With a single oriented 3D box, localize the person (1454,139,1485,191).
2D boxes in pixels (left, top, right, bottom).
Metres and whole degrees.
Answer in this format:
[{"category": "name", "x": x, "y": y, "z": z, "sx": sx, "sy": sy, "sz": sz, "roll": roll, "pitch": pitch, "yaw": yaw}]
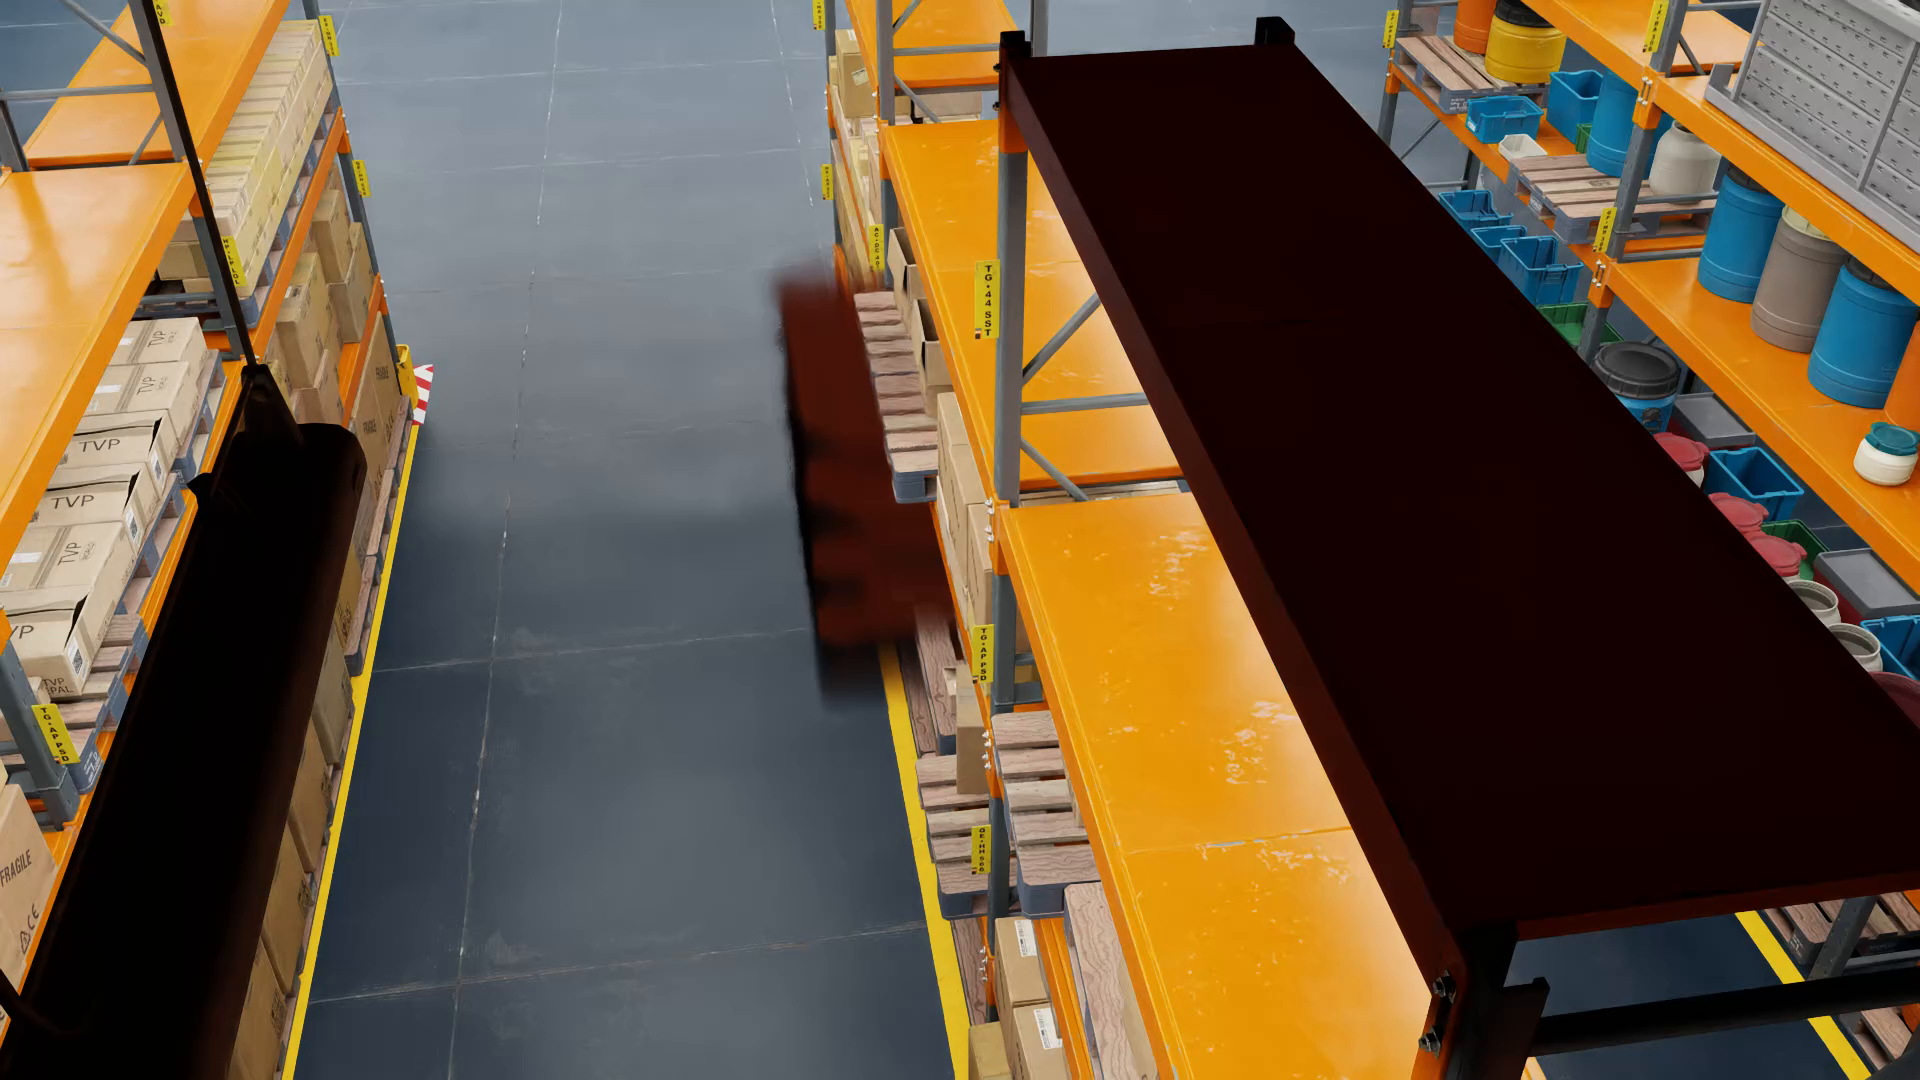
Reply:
[{"category": "person", "x": 5.577, "y": -4.315, "z": 17.946, "sx": 0.469, "sy": 1.663, "sz": 0.762, "roll": -21, "pitch": 41, "yaw": -26}]
